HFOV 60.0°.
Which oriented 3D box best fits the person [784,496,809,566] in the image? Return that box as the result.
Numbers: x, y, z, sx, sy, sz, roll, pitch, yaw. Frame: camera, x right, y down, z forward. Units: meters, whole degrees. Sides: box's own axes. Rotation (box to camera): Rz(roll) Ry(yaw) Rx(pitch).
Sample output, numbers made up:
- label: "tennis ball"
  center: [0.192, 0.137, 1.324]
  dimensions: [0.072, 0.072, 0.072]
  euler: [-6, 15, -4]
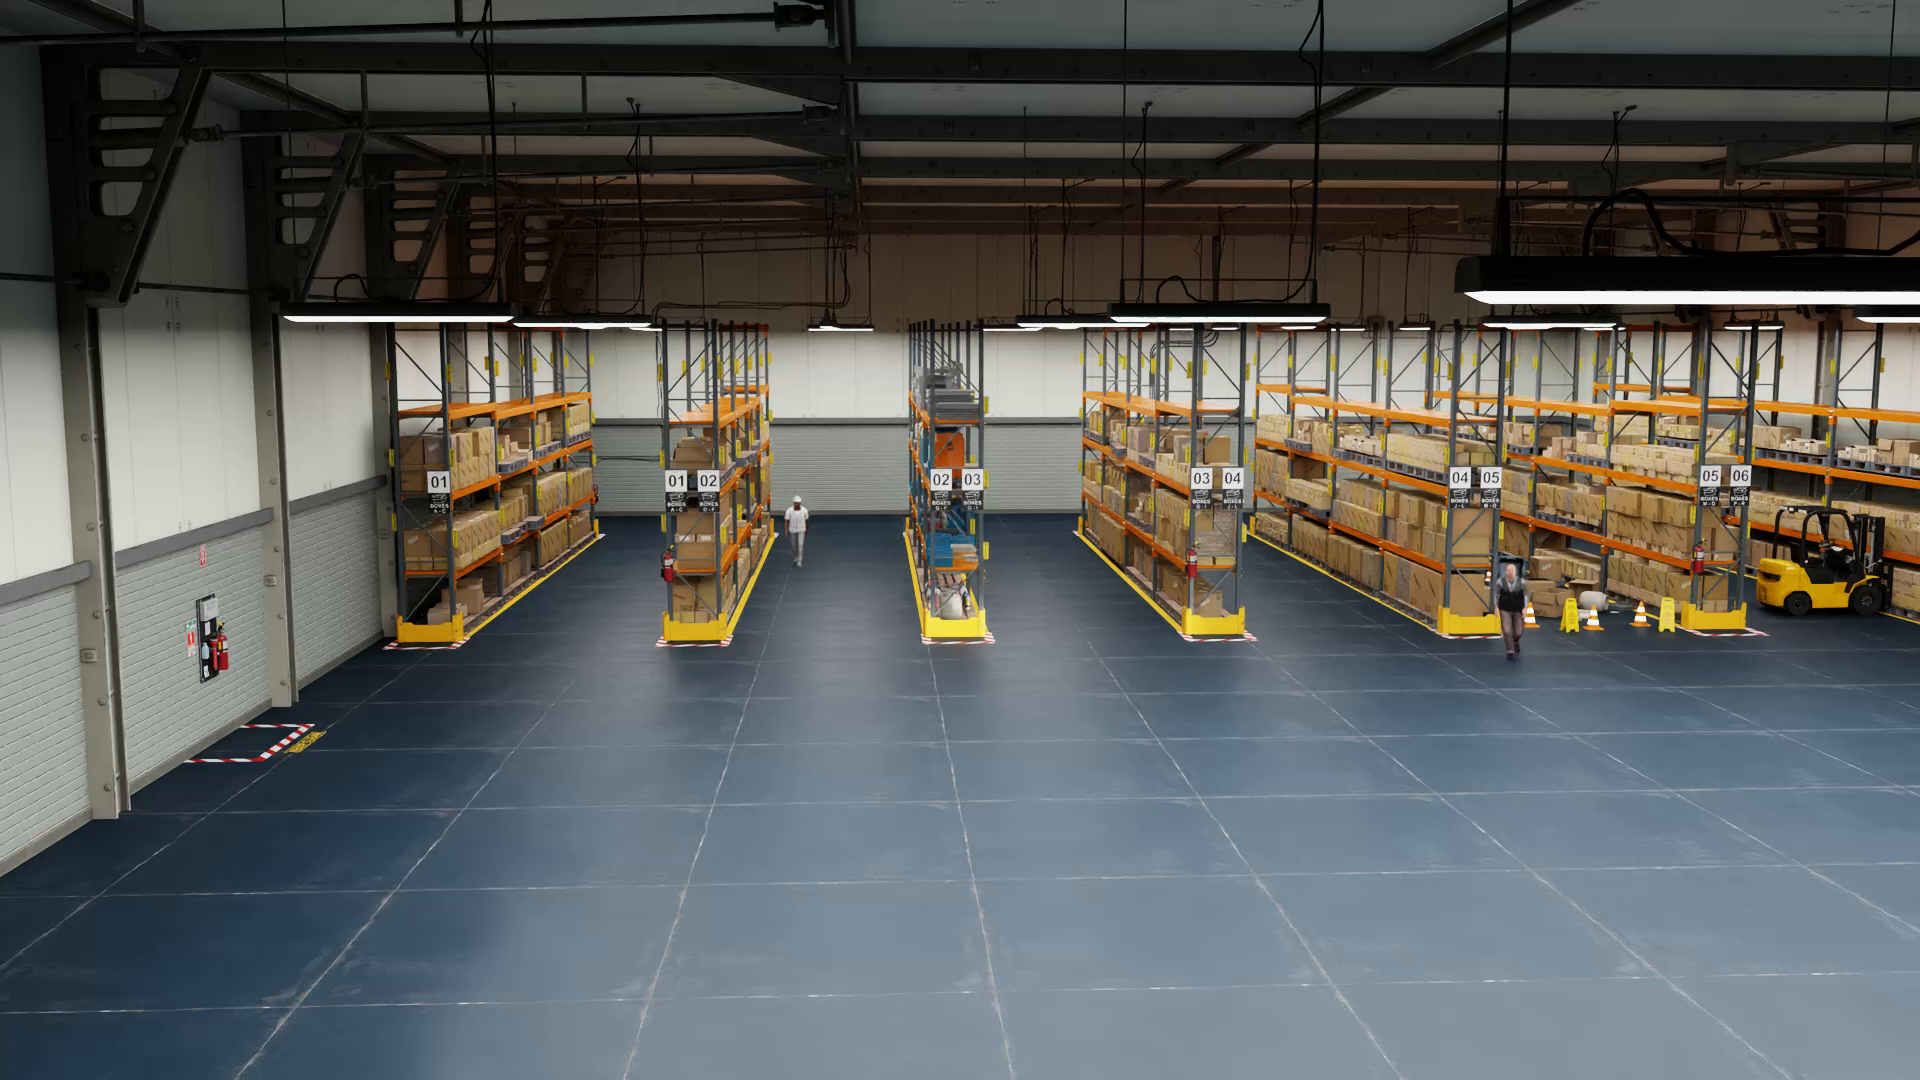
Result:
- label: "person"
  center: [-4.059, -0.234, 41.229]
  dimensions: [0.582, 1.703, 1.077]
  euler: [0, 7, 0]

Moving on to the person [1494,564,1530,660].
- label: "person"
  center: [9.798, 1.246, 29.567]
  dimensions: [0.598, 1.691, 0.656]
  euler: [2, 7, 15]

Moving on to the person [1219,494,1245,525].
- label: "person"
  center: [7.920, -1.153, 48.675]
  dimensions: [0.969, 1.738, 0.520]
  euler: [-3, 8, -21]
